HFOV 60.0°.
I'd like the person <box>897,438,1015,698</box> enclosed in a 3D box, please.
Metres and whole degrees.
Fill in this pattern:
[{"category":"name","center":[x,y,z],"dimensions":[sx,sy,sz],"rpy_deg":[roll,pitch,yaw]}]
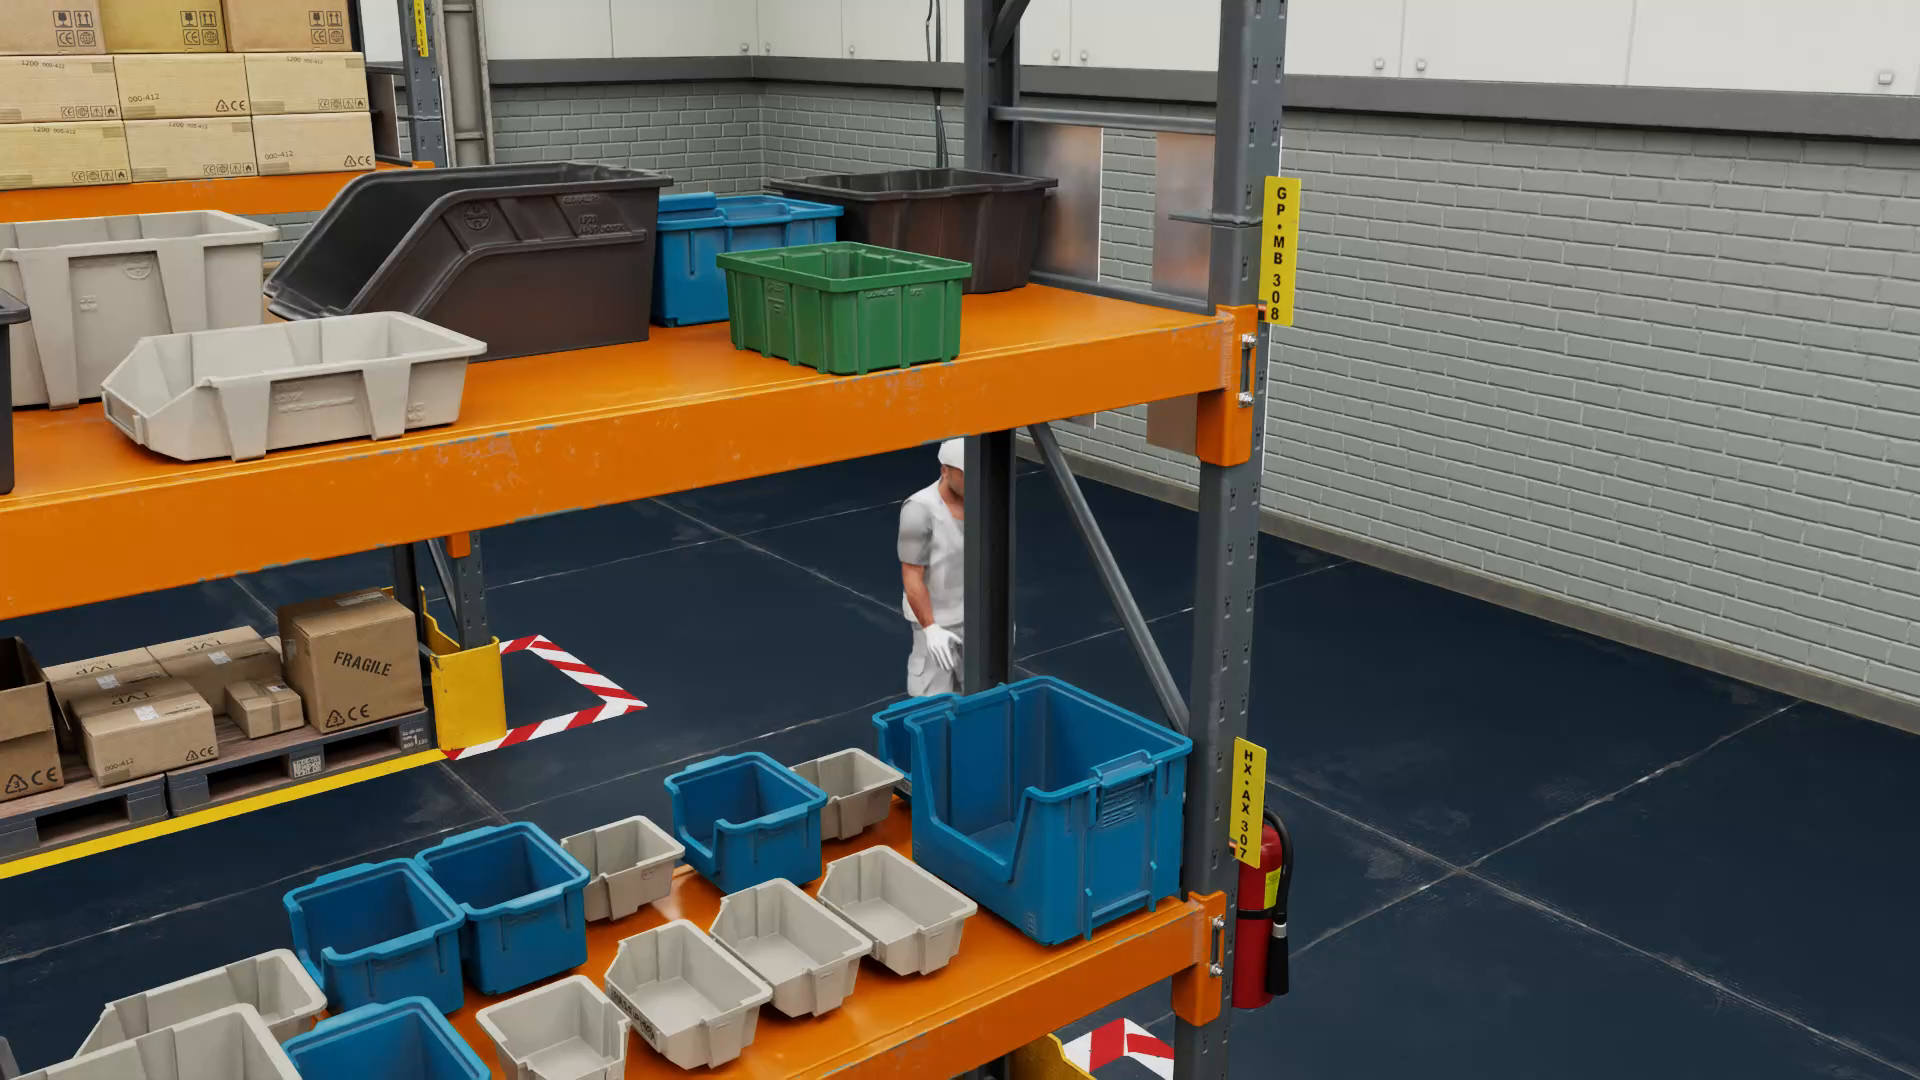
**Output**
[{"category":"person","center":[-0.022,0.397,7.285],"dimensions":[0.560,1.815,0.459],"rpy_deg":[-14,22,-37]}]
